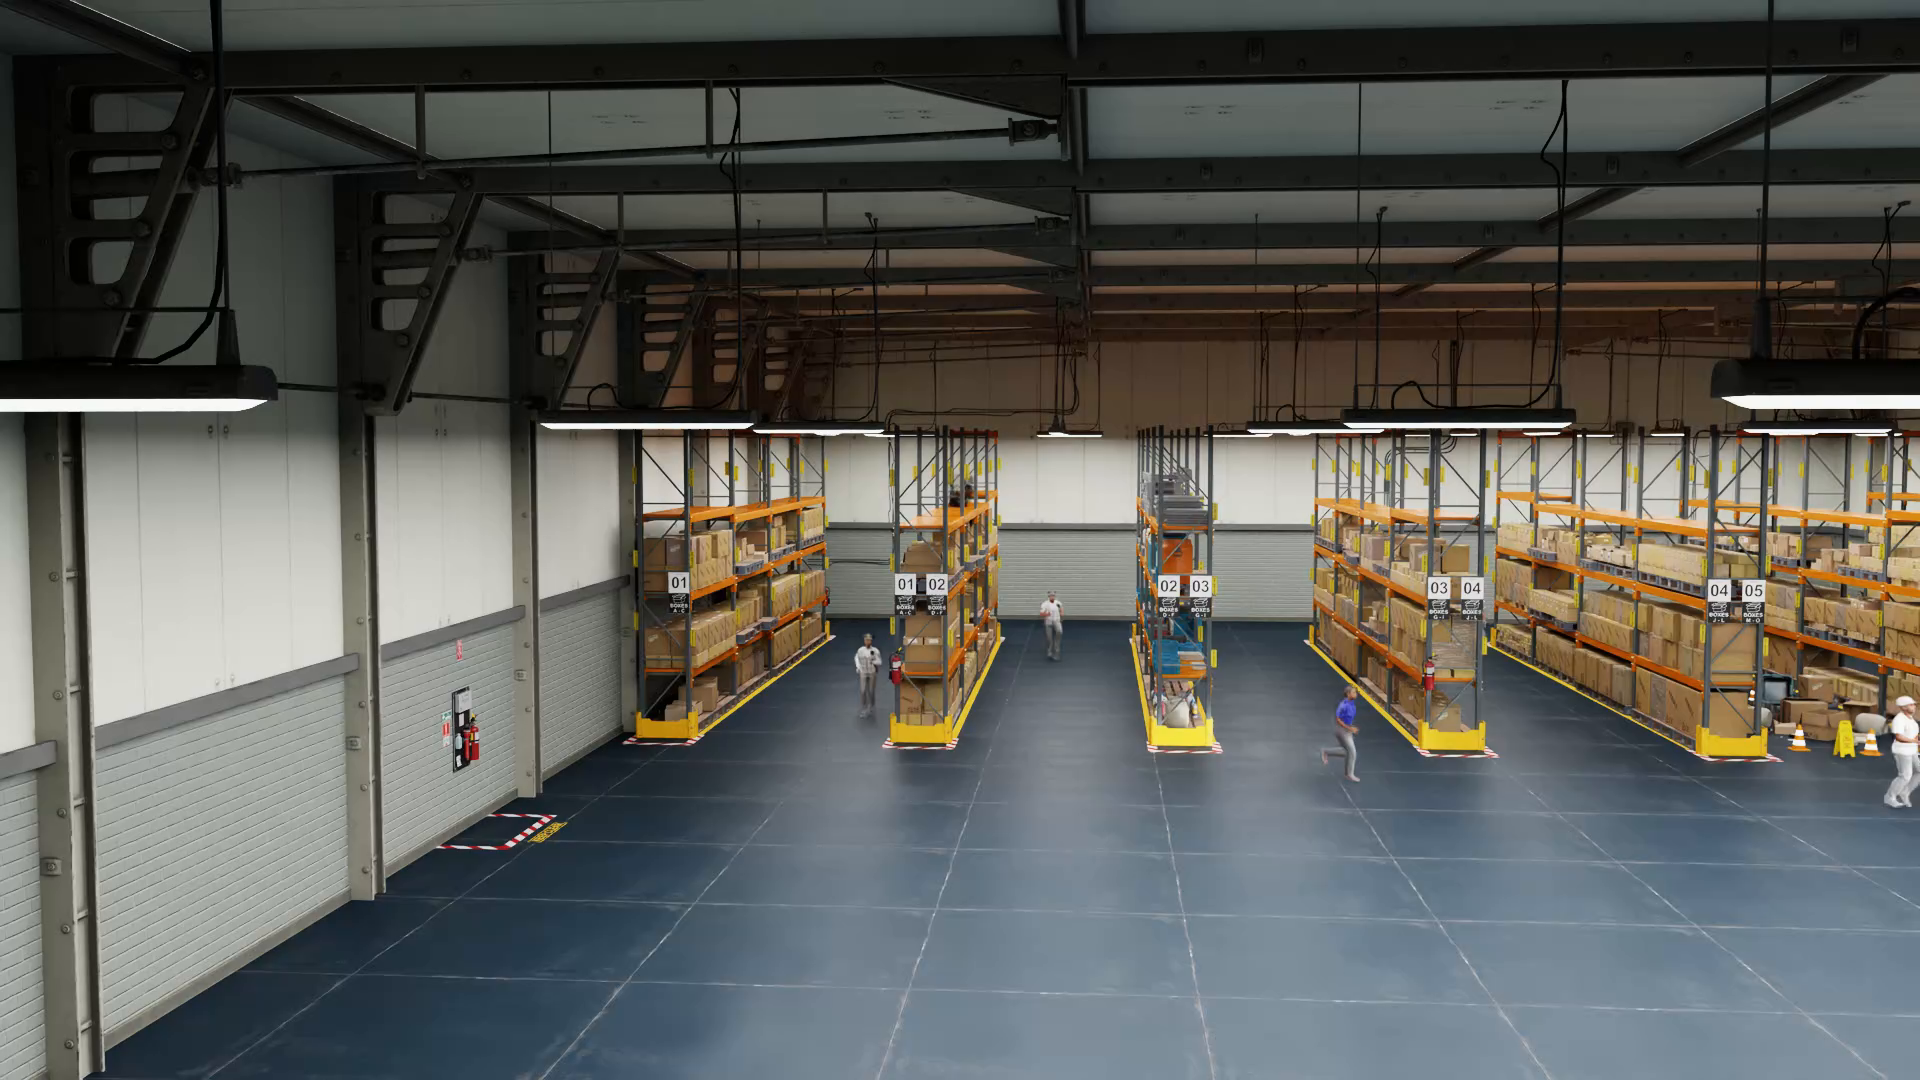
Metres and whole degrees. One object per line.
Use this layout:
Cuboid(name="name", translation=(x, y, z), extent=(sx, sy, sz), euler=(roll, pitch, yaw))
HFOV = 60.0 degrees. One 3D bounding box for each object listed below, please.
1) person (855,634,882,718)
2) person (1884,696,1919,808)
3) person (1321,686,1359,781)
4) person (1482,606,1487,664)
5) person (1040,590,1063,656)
Cuboid(name="person", translation=(-1.907, 2.811, 34.494), extent=(0.595, 1.754, 0.702), euler=(0, 3, 4))
Cuboid(name="person", translation=(14.660, 3.292, 25.733), extent=(0.767, 1.757, 0.609), euler=(-3, 5, -44))
Cuboid(name="person", translation=(6.430, 3.252, 28.105), extent=(0.683, 1.617, 0.599), euler=(2, 4, 31))
Cuboid(name="person", translation=(13.242, 2.268, 42.701), extent=(0.645, 1.820, 0.734), euler=(0, 3, 1))
Cuboid(name="person", translation=(2.401, 2.187, 43.472), extent=(0.649, 1.760, 0.894), euler=(0, 3, -3))
